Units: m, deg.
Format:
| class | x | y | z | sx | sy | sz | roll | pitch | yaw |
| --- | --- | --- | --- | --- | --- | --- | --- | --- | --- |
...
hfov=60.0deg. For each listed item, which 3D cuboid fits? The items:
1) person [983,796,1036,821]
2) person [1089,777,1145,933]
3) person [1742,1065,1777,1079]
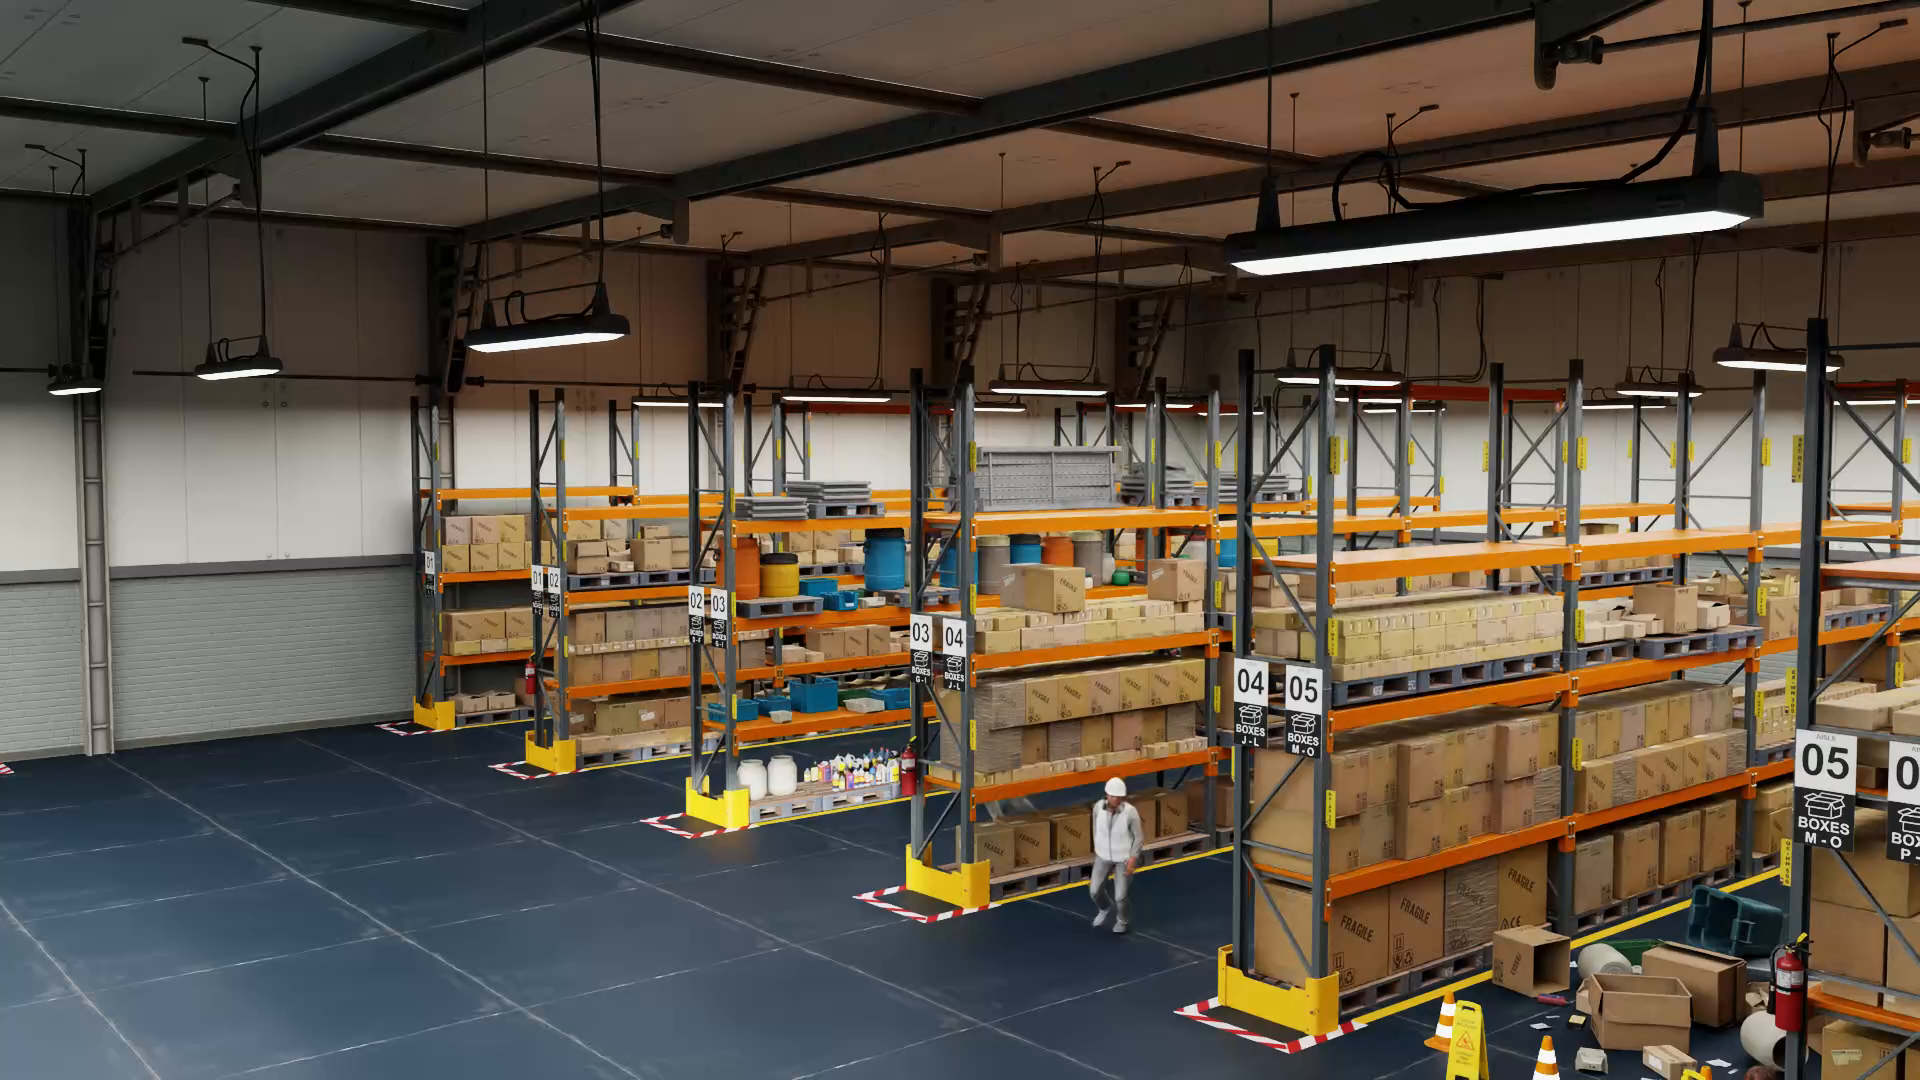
| class | x | y | z | sx | sy | sz | roll | pitch | yaw |
| --- | --- | --- | --- | --- | --- | --- | --- | --- | --- |
| person | 0.595 | 3.088 | 21.831 | 1.146 | 1.537 | 0.630 | -2 | 4 | -25 |
| person | 1.635 | 3.286 | 17.330 | 0.625 | 1.695 | 0.676 | 1 | 4 | 22 |
| person | 4.624 | 3.802 | 9.716 | 0.799 | 1.546 | 0.572 | -2 | 4 | -30 |
